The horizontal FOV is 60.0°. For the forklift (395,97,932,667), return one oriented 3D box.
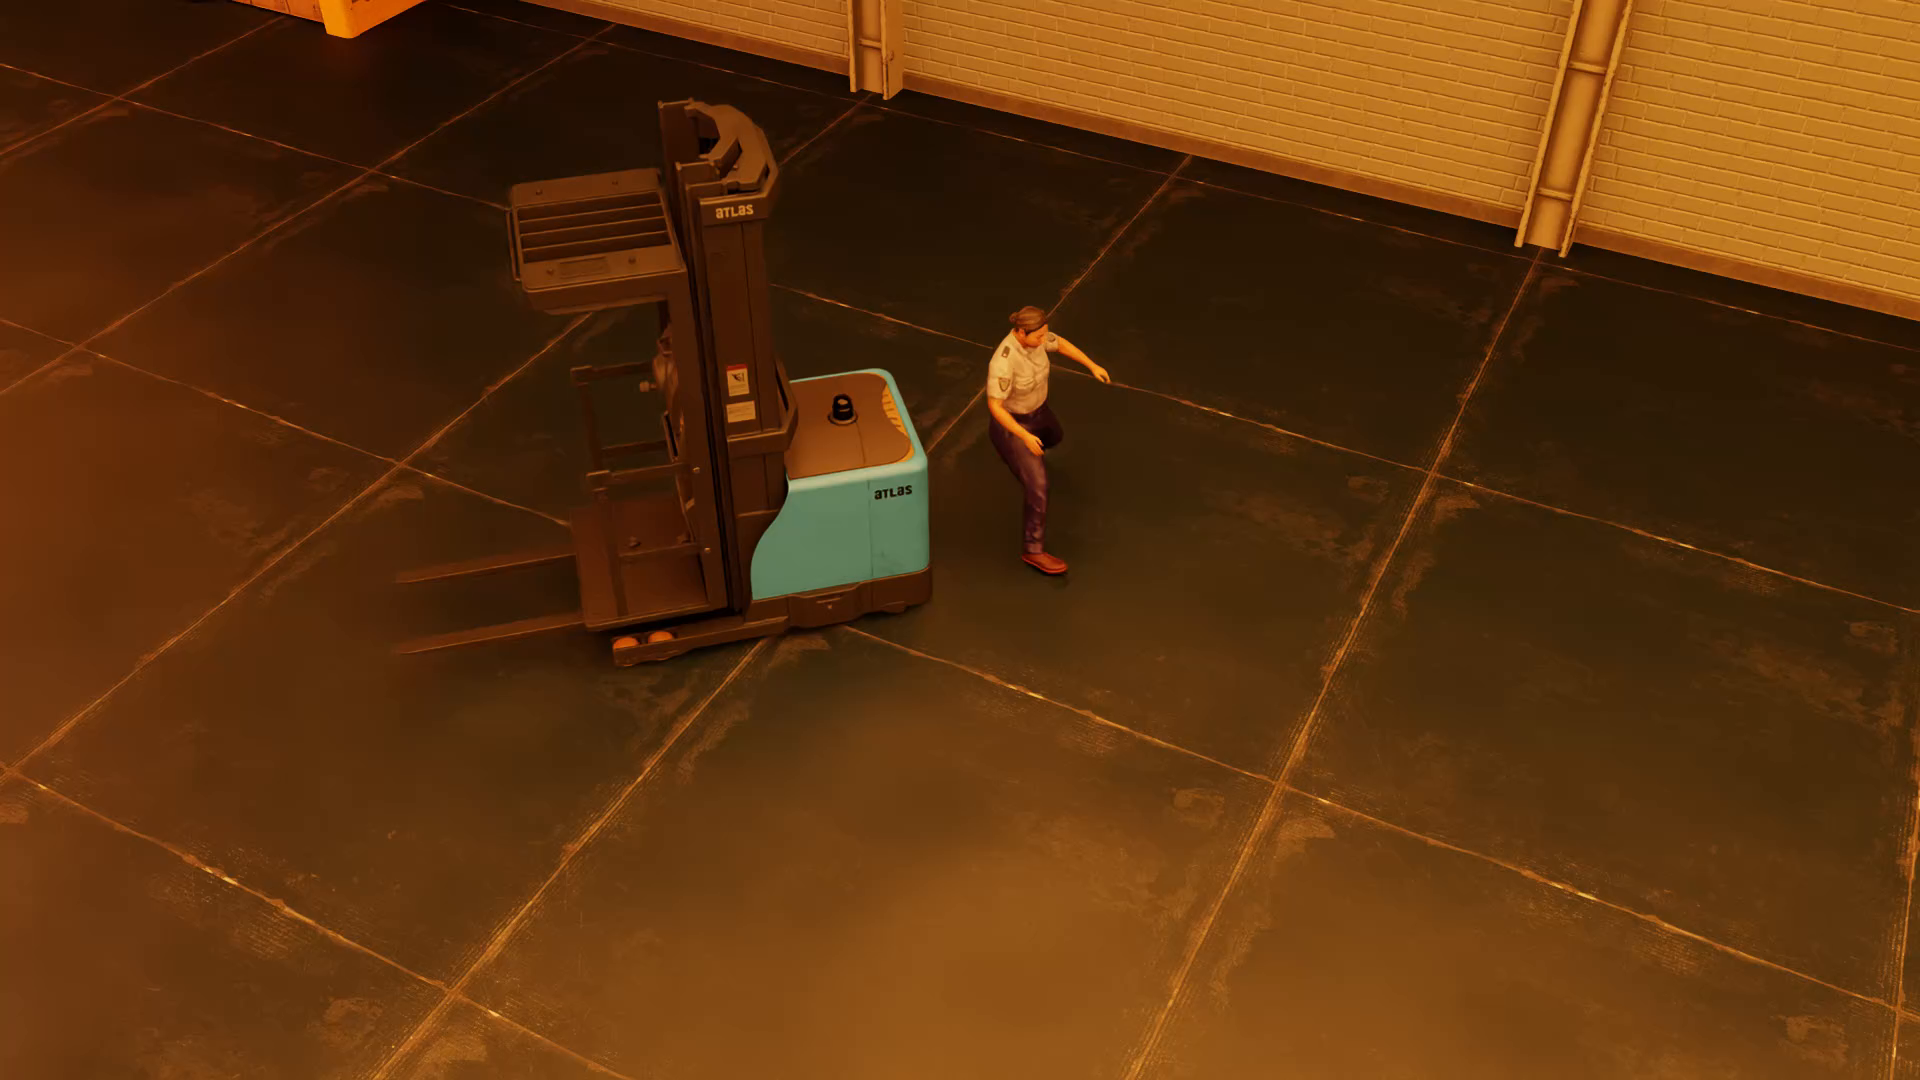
[{"bbox_3d":[-1.737,-0.784,8.918,3.031,2.935,1.130,-10,41,-11],"label":"forklift"}]

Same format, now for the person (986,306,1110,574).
[{"bbox_3d":[0.476,-0.733,10.022,0.941,1.505,1.013,22,45,24],"label":"person"}]
